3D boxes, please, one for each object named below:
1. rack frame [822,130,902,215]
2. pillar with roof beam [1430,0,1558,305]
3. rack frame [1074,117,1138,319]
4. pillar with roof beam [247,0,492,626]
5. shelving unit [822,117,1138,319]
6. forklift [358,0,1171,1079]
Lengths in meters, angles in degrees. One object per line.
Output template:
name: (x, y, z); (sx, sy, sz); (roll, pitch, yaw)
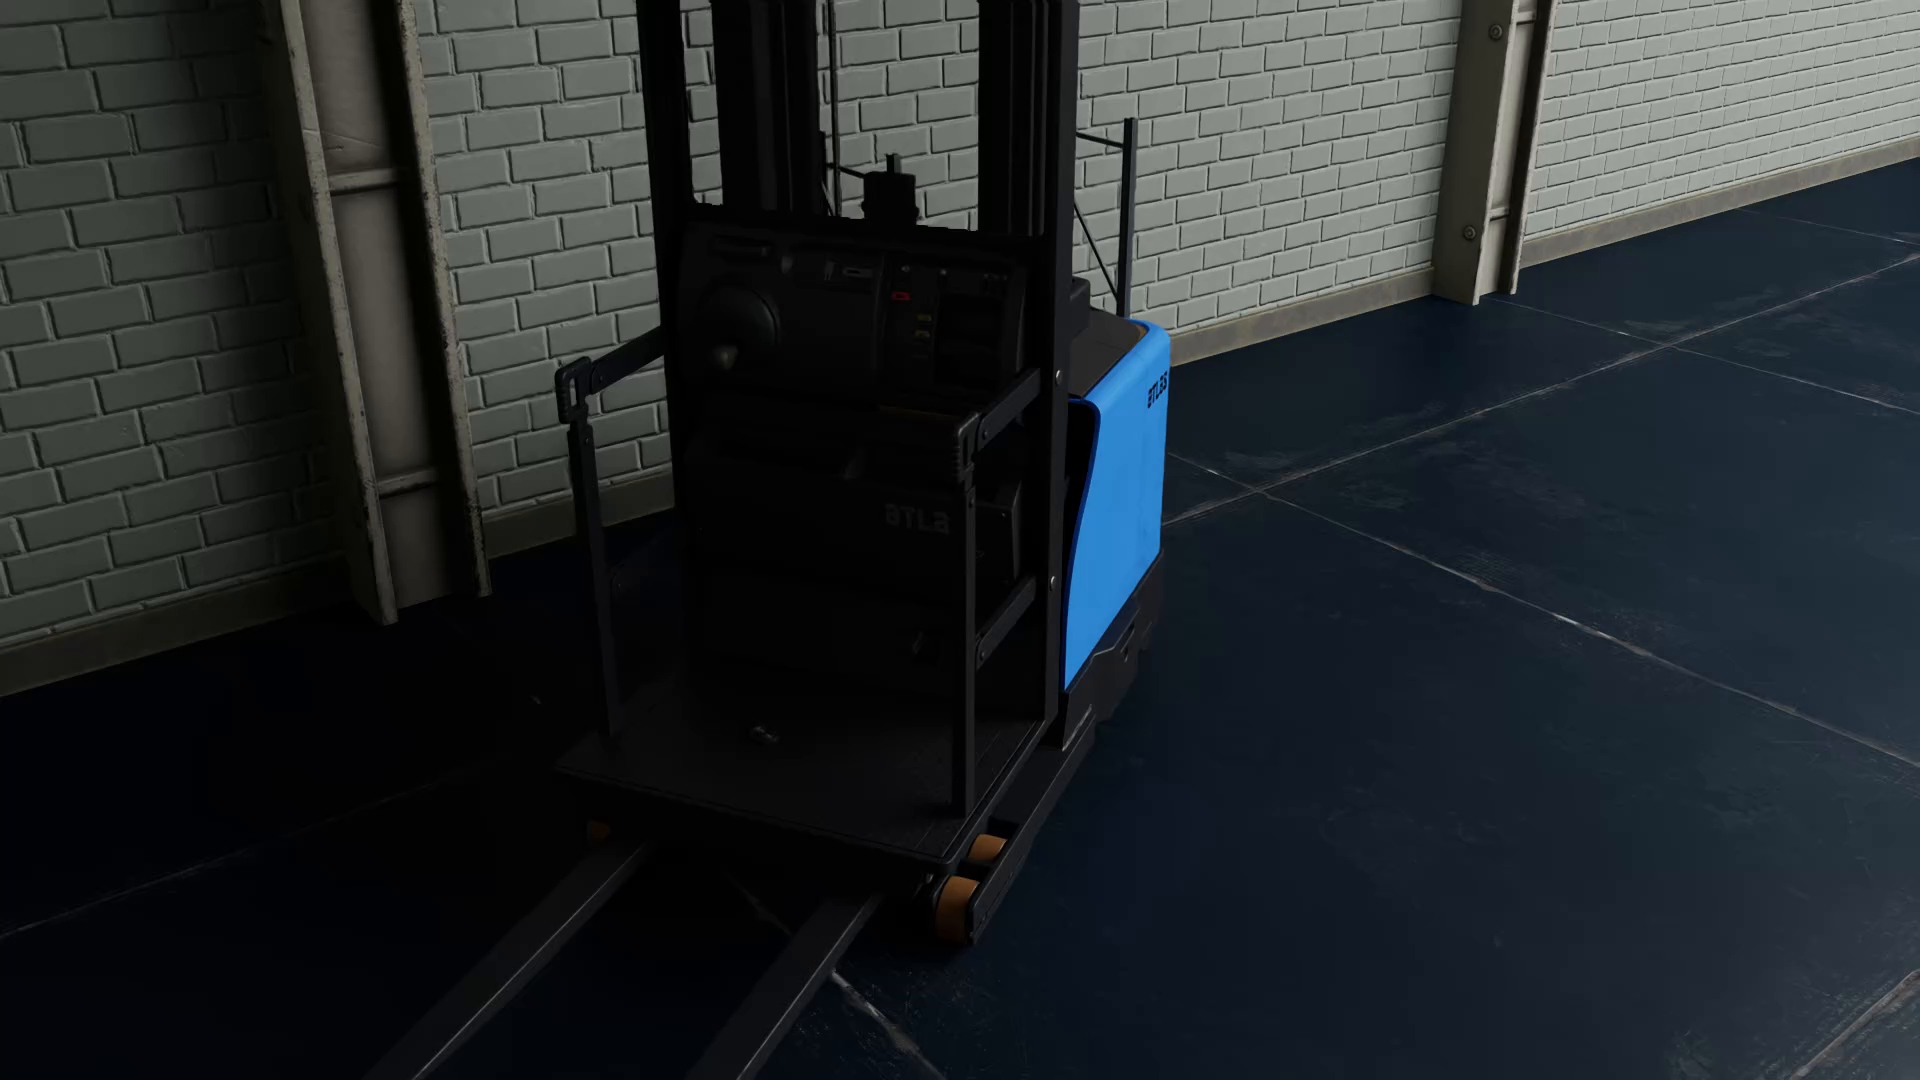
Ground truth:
rack frame: (-0.346, -0.647, 5.863); (0.032, 1.500, 0.500); (-17, 30, -32)
pillar with roof beam: (5.485, -4.025, 4.233); (0.400, 9.000, 9.100); (-18, 31, -34)
rack frame: (0.476, -0.899, 6.406); (0.032, 1.500, 0.500); (-17, 30, -32)
pillar with roof beam: (0.764, -2.466, 0.874); (0.400, 9.000, 9.100); (-18, 31, -34)
shelving unit: (0.072, -0.775, 6.139); (1.083, 1.500, 0.587); (-17, 30, -32)
forklift: (-0.353, -0.533, 3.917); (1.130, 2.935, 3.031); (10, 27, 20)
